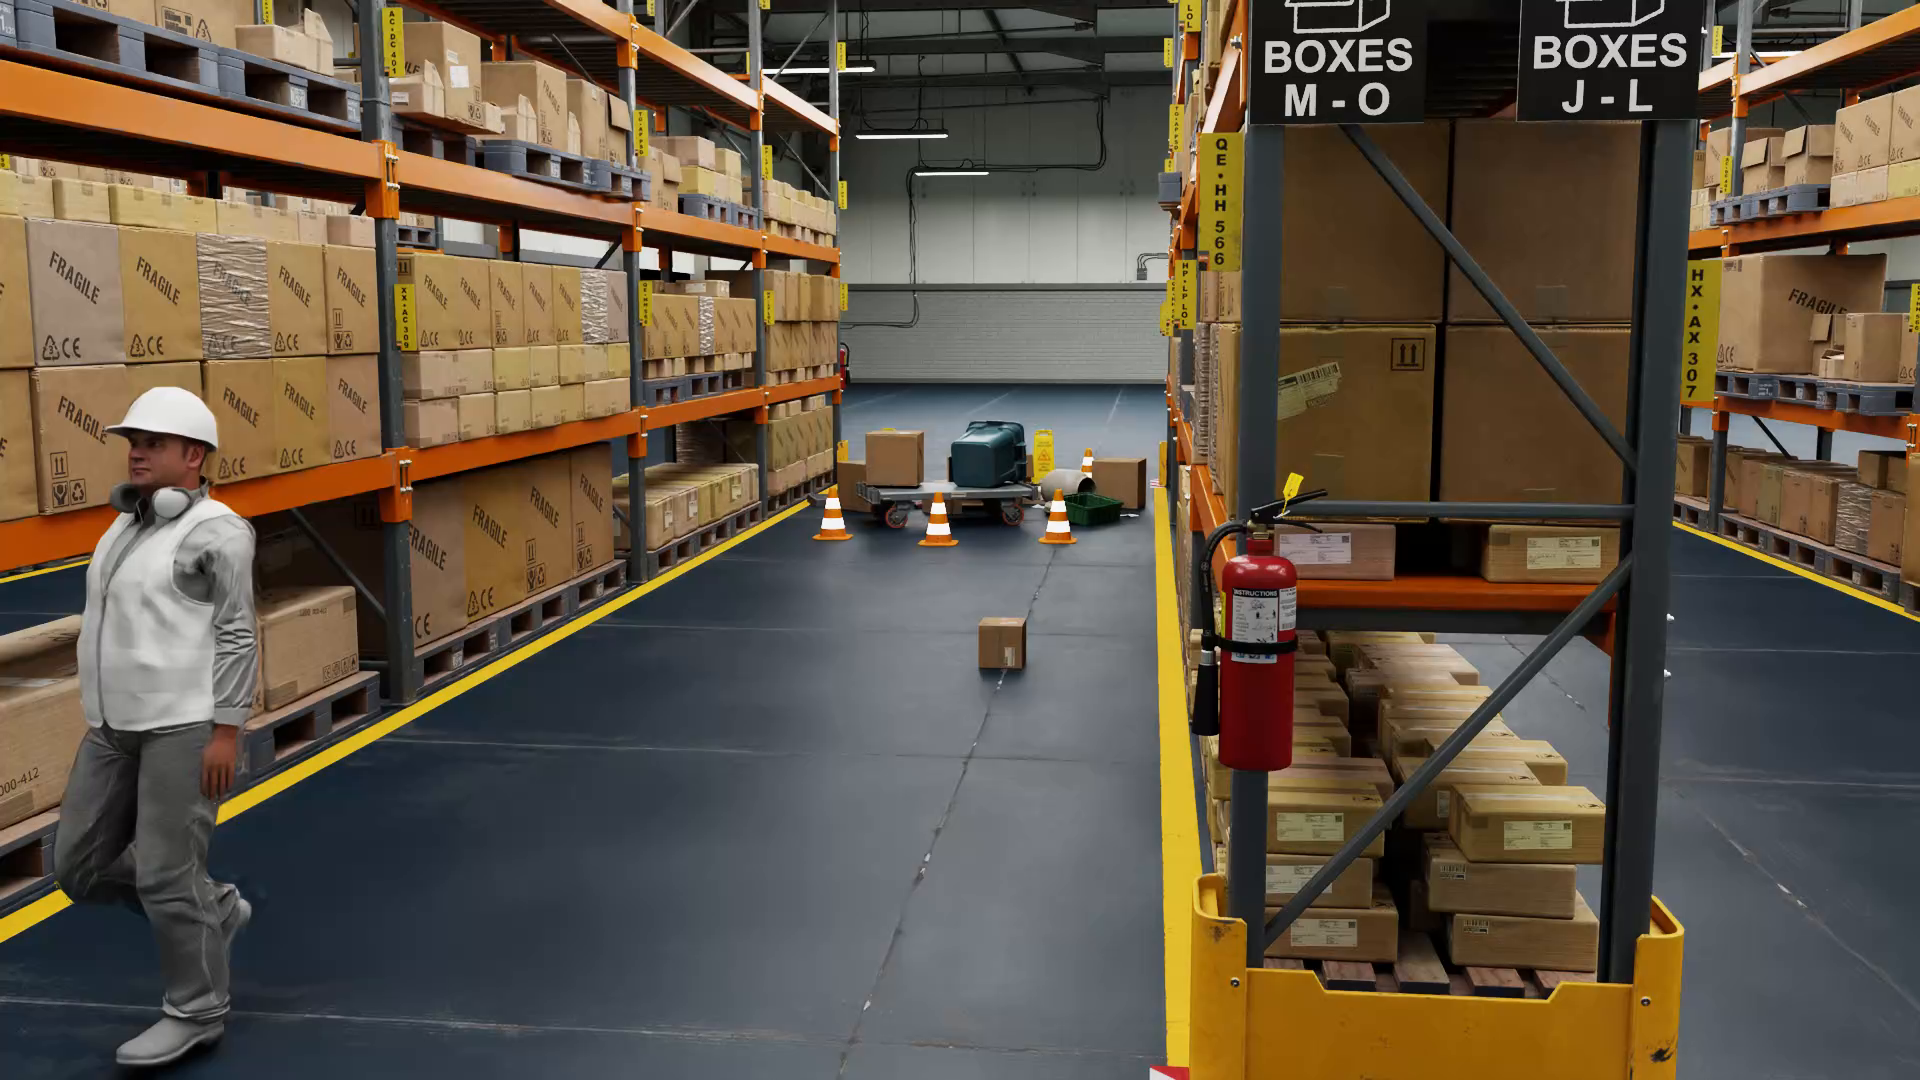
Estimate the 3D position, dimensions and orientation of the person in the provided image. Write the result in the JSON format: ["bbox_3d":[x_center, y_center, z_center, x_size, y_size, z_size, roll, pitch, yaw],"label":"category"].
[{"bbox_3d":[-2.100,0.475,4.432,0.546,1.759,0.514,4,9,30],"label":"person"}]
